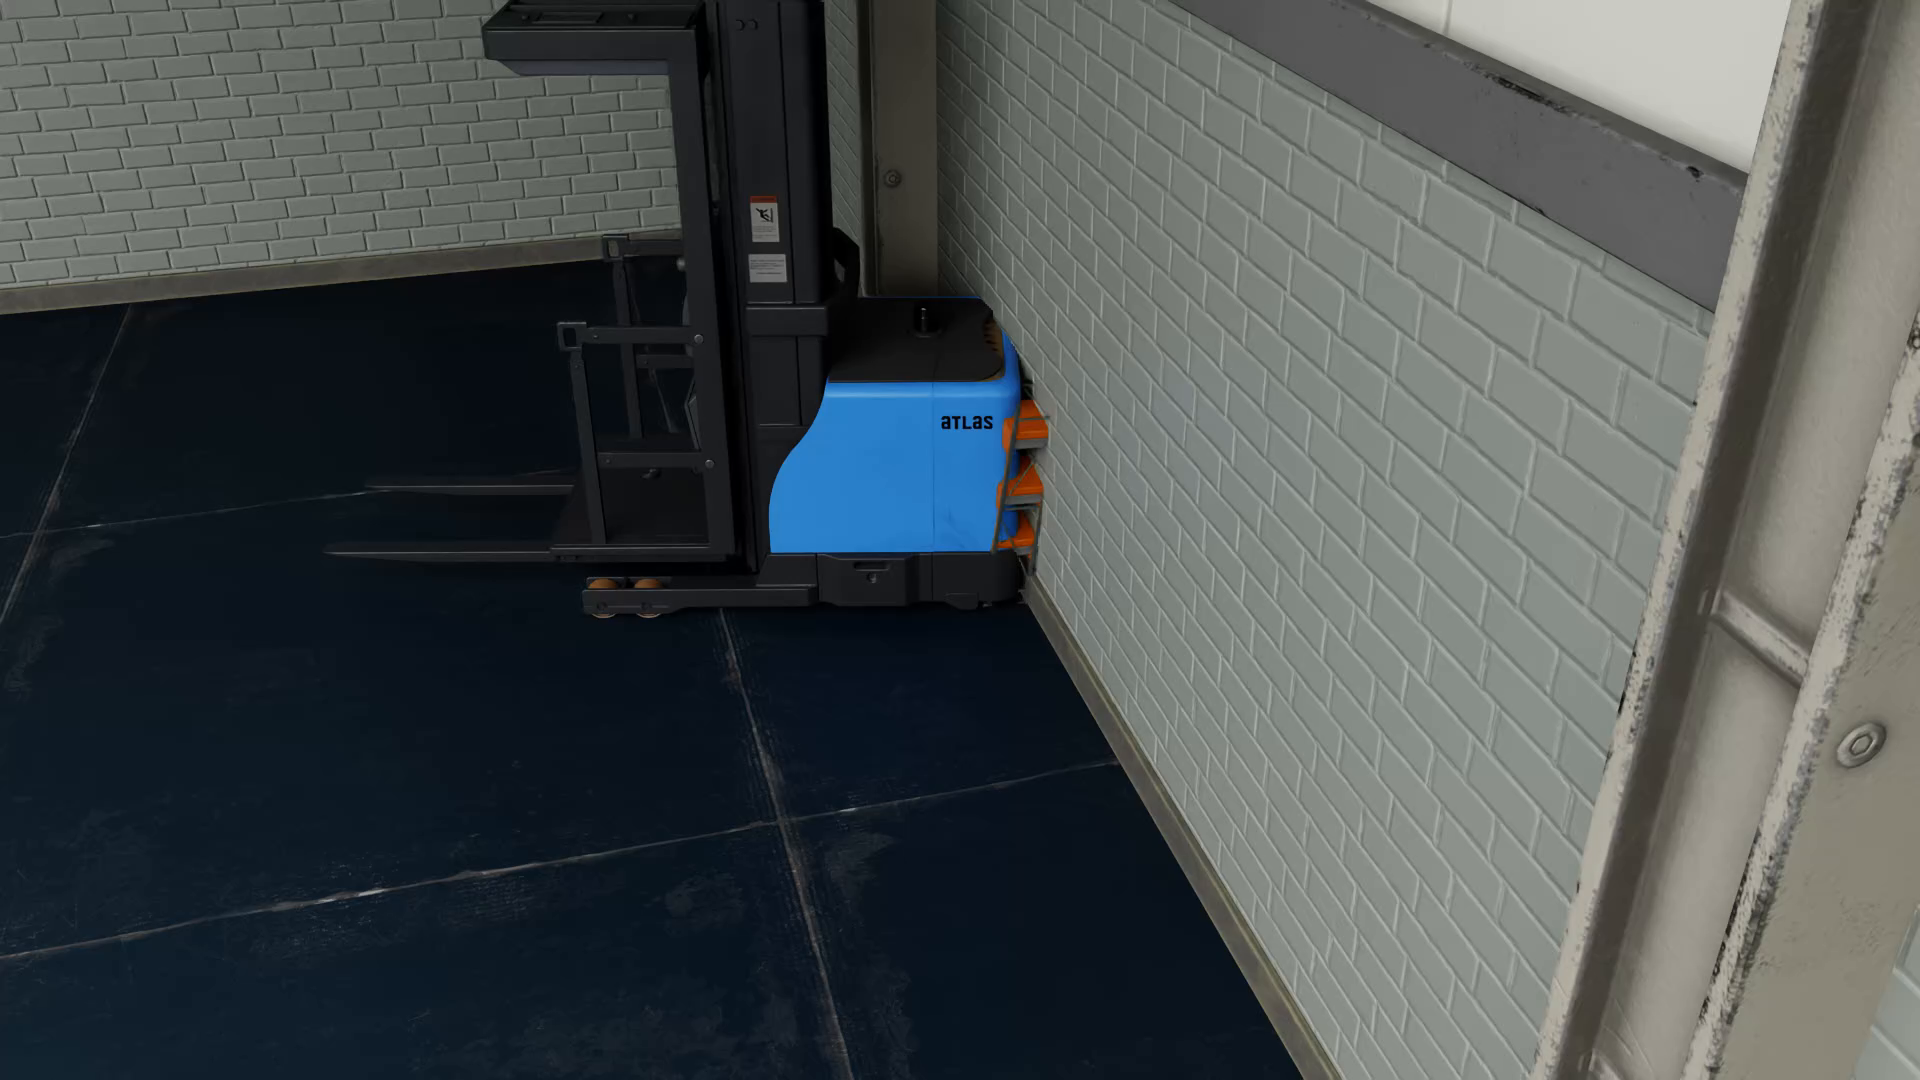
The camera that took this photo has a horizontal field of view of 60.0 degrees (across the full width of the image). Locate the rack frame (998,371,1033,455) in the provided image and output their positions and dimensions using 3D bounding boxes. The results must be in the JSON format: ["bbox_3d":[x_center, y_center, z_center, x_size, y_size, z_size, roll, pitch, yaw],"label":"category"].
[{"bbox_3d":[0.189,-0.281,7.100,0.200,1.050,0.008,-5,40,-17],"label":"rack frame"}]

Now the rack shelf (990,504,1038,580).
[{"bbox_3d":[0.189,0.020,7.186,0.215,0.259,0.240,-5,40,-17],"label":"rack shelf"}]

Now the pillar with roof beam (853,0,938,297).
[{"bbox_3d":[-4.453,-3.912,5.526,9.100,9.000,0.400,-8,31,-13],"label":"pillar with roof beam"}]

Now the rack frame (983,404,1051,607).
[{"bbox_3d":[0.258,-0.131,6.921,0.200,1.050,0.008,-5,40,-17],"label":"rack frame"}]

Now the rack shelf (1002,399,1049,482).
[{"bbox_3d":[0.256,-0.420,6.844,0.215,0.259,0.240,-5,40,-17],"label":"rack shelf"}]

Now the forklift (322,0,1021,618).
[{"bbox_3d":[-1.259,-1.199,6.895,3.031,2.935,1.130,0,30,-1],"label":"forklift"}]

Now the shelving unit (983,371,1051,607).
[{"bbox_3d":[0.223,-0.206,7.010,0.215,1.050,0.252,-5,40,-17],"label":"shelving unit"}]

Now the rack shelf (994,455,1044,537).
[{"bbox_3d":[0.222,-0.198,7.017,0.215,0.259,0.240,-5,40,-17],"label":"rack shelf"}]
